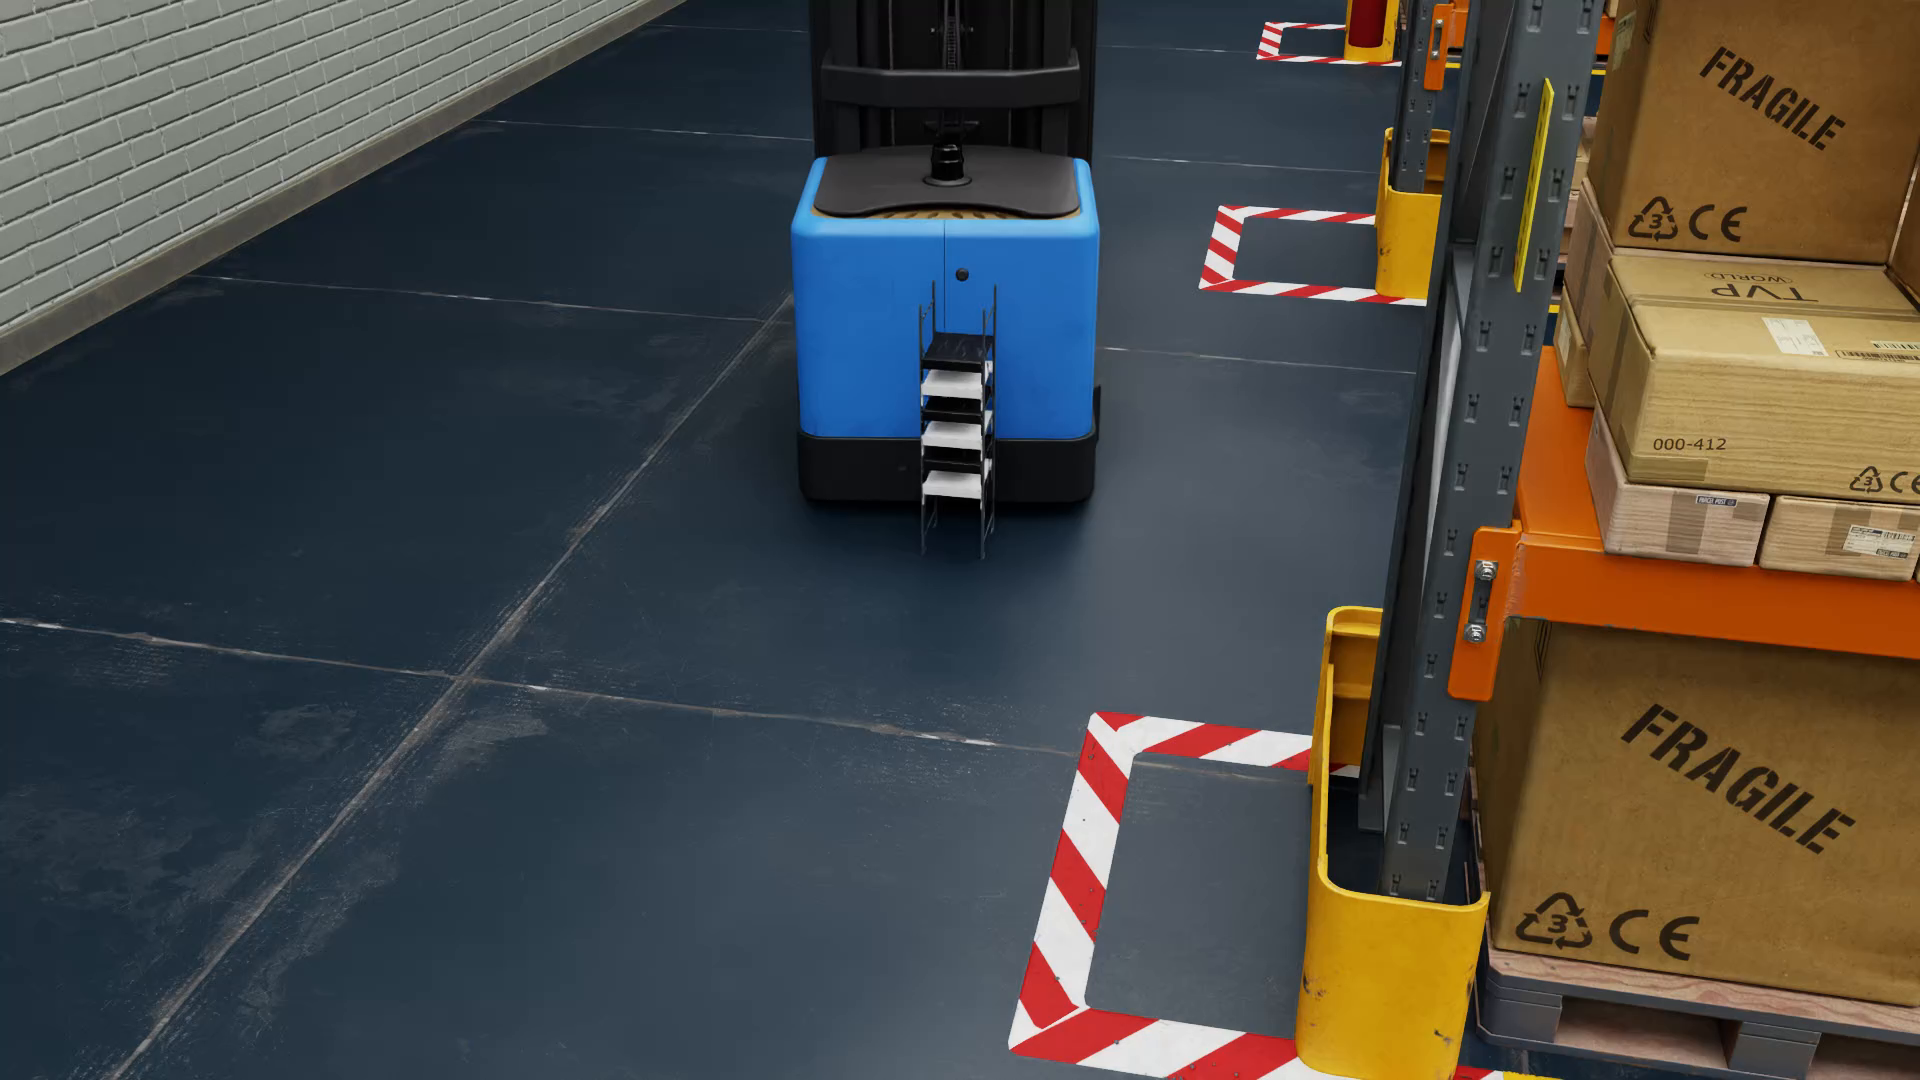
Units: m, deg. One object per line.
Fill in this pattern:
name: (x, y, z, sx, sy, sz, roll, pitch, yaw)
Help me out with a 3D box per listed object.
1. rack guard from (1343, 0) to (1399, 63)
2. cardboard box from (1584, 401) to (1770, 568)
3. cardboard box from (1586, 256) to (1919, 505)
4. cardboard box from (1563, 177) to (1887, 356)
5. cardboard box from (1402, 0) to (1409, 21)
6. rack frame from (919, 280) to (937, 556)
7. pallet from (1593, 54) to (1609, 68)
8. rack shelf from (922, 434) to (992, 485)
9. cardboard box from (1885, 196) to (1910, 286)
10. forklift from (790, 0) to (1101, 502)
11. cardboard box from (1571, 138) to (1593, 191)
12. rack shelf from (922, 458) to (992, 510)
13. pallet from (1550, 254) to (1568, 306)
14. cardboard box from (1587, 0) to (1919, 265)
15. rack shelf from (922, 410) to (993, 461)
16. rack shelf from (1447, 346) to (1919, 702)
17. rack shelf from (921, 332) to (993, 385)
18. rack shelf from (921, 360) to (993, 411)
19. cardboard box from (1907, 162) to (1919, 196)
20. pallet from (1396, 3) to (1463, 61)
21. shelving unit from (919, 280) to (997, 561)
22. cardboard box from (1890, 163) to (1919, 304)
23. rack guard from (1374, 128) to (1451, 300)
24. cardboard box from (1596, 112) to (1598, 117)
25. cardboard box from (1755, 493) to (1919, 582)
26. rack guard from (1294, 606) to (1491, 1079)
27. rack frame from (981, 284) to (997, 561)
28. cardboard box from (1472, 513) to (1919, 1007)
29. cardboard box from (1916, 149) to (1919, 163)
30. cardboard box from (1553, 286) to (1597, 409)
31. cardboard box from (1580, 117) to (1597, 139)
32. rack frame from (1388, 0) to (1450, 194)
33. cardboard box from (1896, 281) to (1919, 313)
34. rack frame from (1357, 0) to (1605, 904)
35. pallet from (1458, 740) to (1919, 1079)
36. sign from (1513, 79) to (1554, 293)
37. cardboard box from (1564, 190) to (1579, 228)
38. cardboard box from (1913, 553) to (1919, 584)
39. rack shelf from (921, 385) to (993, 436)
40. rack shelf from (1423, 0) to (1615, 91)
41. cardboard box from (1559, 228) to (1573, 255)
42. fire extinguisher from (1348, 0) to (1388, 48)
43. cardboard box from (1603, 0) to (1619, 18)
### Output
rack guard: (3.091, -3.974, 12.489, 0.348, 0.500, 1.175, 6, 29, 11)
cardboard box: (1.323, -0.114, 3.096, 0.250, 0.149, 0.380, 6, 29, 11)
cardboard box: (1.458, -0.304, 3.029, 0.500, 0.250, 0.500, 5, 29, 9)
cardboard box: (1.574, -0.555, 3.487, 0.500, 0.250, 0.500, 5, 29, 10)
cardboard box: (3.781, -4.110, 12.364, 0.875, 0.438, 0.875, 5, 29, 9)
rack frame: (-0.105, -0.397, 5.538, 0.006, 0.900, 0.240, 5, 29, 9)
pallet: (5.102, -3.679, 12.249, 1.213, 0.211, 1.003, 6, 29, 11)
rack shelf: (-0.005, -0.280, 5.581, 0.200, 0.077, 0.258, 5, 29, 9)
cardboard box: (2.070, -0.504, 3.393, 0.500, 0.250, 0.500, 5, 29, 10)
forklift: (-0.020, -2.085, 6.506, 1.130, 2.935, 3.031, 1, 29, 1)
cardboard box: (2.916, -1.745, 7.726, 0.250, 0.149, 0.380, 6, 29, 11)
rack shelf: (-0.005, -0.201, 5.625, 0.200, 0.077, 0.258, 5, 29, 9)
pallet: (3.041, -1.405, 8.096, 1.213, 0.211, 1.003, 6, 29, 11)
cardboard box: (1.576, -0.883, 3.304, 0.500, 0.500, 0.500, 6, 29, 11)
rack shelf: (-0.005, -0.359, 5.538, 0.200, 0.077, 0.258, 5, 29, 9)
rack shelf: (3.001, 0.102, 3.190, 4.000, 0.370, 1.077, 6, 29, 11)
rack shelf: (-0.005, -0.596, 5.408, 0.200, 0.077, 0.258, 5, 29, 9)
rack shelf: (-0.005, -0.517, 5.451, 0.200, 0.077, 0.258, 5, 29, 9)
cardboard box: (4.178, -1.613, 7.485, 0.250, 0.149, 0.380, 6, 29, 11)
pallet: (3.913, -3.802, 12.475, 1.213, 0.211, 1.003, 6, 29, 11)
shelving unit: (-0.005, -0.388, 5.522, 0.210, 0.900, 0.258, 5, 29, 9)
cardboard box: (1.947, -0.583, 2.757, 0.500, 0.500, 0.500, 5, 29, 9)
rack guard: (2.254, -1.630, 8.206, 0.348, 0.500, 1.175, 6, 29, 11)
cardboard box: (3.264, -1.976, 8.147, 0.250, 0.149, 0.380, 5, 29, 9)
cardboard box: (1.574, -0.089, 3.050, 0.250, 0.149, 0.380, 5, 29, 10)
rack guard: (1.021, 0.680, 3.988, 0.348, 0.500, 1.175, 6, 29, 11)
rack frame: (0.095, -0.380, 5.506, 0.006, 0.900, 0.240, 5, 29, 9)
cardboard box: (1.687, 0.360, 3.744, 0.875, 0.875, 0.875, 6, 29, 11)
cardboard box: (4.508, -1.785, 7.798, 0.250, 0.149, 0.380, 5, 29, 8)
cardboard box: (1.462, -0.423, 3.661, 0.250, 0.149, 0.380, 6, 29, 12)
cardboard box: (2.984, -1.942, 8.086, 0.250, 0.149, 0.380, 6, 29, 12)
rack frame: (2.179, -2.734, 7.620, 0.127, 3.000, 1.000, 6, 29, 11)
cardboard box: (1.968, -0.255, 2.939, 0.500, 0.250, 0.500, 6, 29, 10)
rack frame: (1.045, -0.415, 3.384, 0.127, 3.000, 1.000, 6, 29, 11)
pallet: (1.843, 0.852, 3.974, 1.213, 0.211, 1.003, 6, 29, 11)
sign: (0.923, -0.569, 2.682, 0.005, 0.325, 0.100, 6, 29, 11)
cardboard box: (2.894, -1.571, 7.717, 0.250, 0.149, 0.380, 6, 29, 10)
cardboard box: (1.825, -0.063, 3.003, 0.250, 0.149, 0.380, 5, 29, 9)
rack shelf: (-0.005, -0.438, 5.495, 0.200, 0.077, 0.258, 5, 29, 9)
rack shelf: (4.135, -2.218, 7.426, 4.000, 0.370, 1.077, 6, 29, 11)
cardboard box: (2.898, -1.477, 7.855, 0.250, 0.149, 0.380, 6, 29, 10)
fire extinguisher: (2.029, -2.778, 8.170, 0.183, 0.674, 0.296, 6, 29, 11)
cardboard box: (2.937, -2.379, 7.233, 0.250, 0.149, 0.380, 5, 29, 9)
